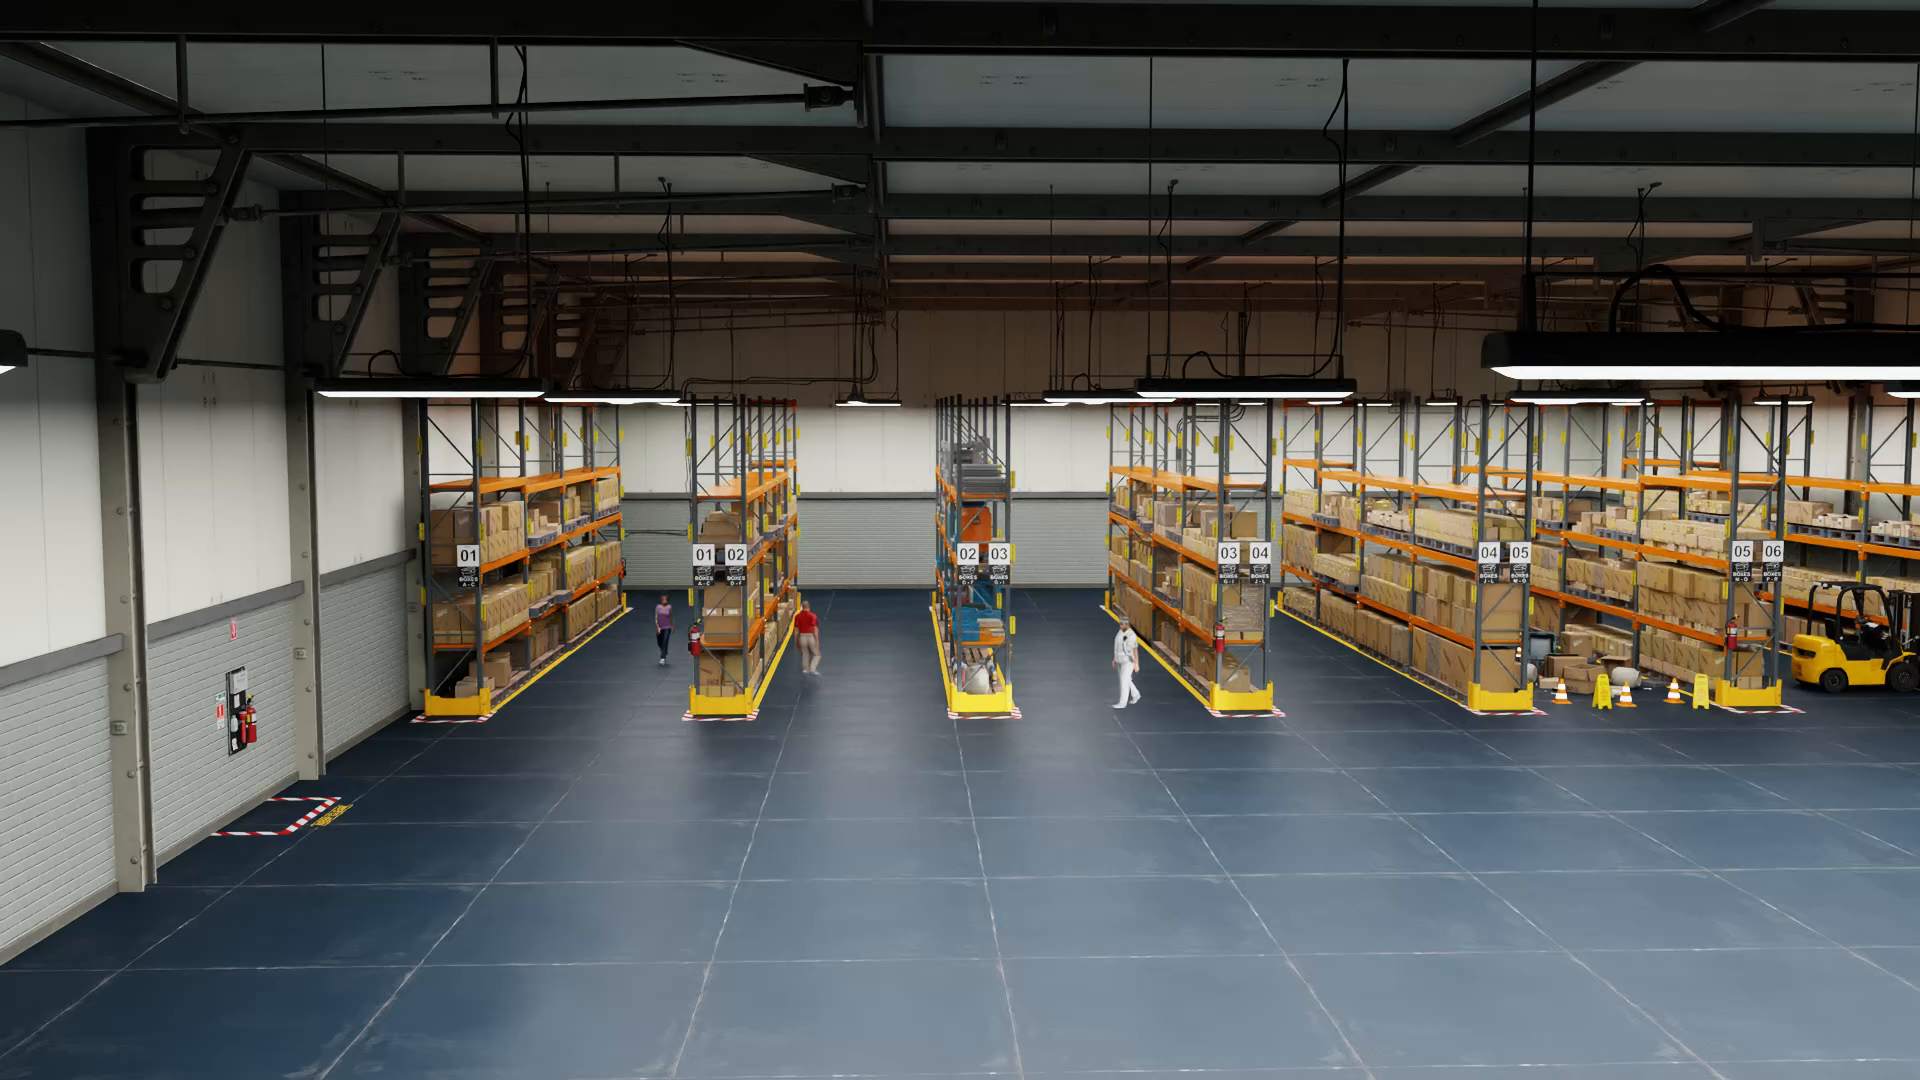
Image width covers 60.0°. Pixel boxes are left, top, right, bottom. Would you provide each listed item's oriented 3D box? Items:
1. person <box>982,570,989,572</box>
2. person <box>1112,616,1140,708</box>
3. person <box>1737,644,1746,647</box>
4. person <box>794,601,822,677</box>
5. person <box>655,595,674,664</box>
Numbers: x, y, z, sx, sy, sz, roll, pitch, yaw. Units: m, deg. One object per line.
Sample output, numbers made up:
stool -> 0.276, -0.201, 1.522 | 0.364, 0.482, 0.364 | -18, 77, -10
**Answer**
person -> 0.682, 0.940, 49.754 | 0.619, 1.715, 0.576 | 2, 5, 19
person -> 3.208, 2.330, 31.997 | 0.837, 1.733, 0.522 | -2, 5, -28
person -> 17.050, 2.026, 36.373 | 0.622, 1.677, 0.789 | -1, 5, -11
person -> -3.142, 2.041, 34.378 | 0.598, 1.570, 0.581 | 1, 5, 7
person -> -6.697, 1.993, 37.604 | 0.401, 1.516, 0.979 | 0, 4, -2
